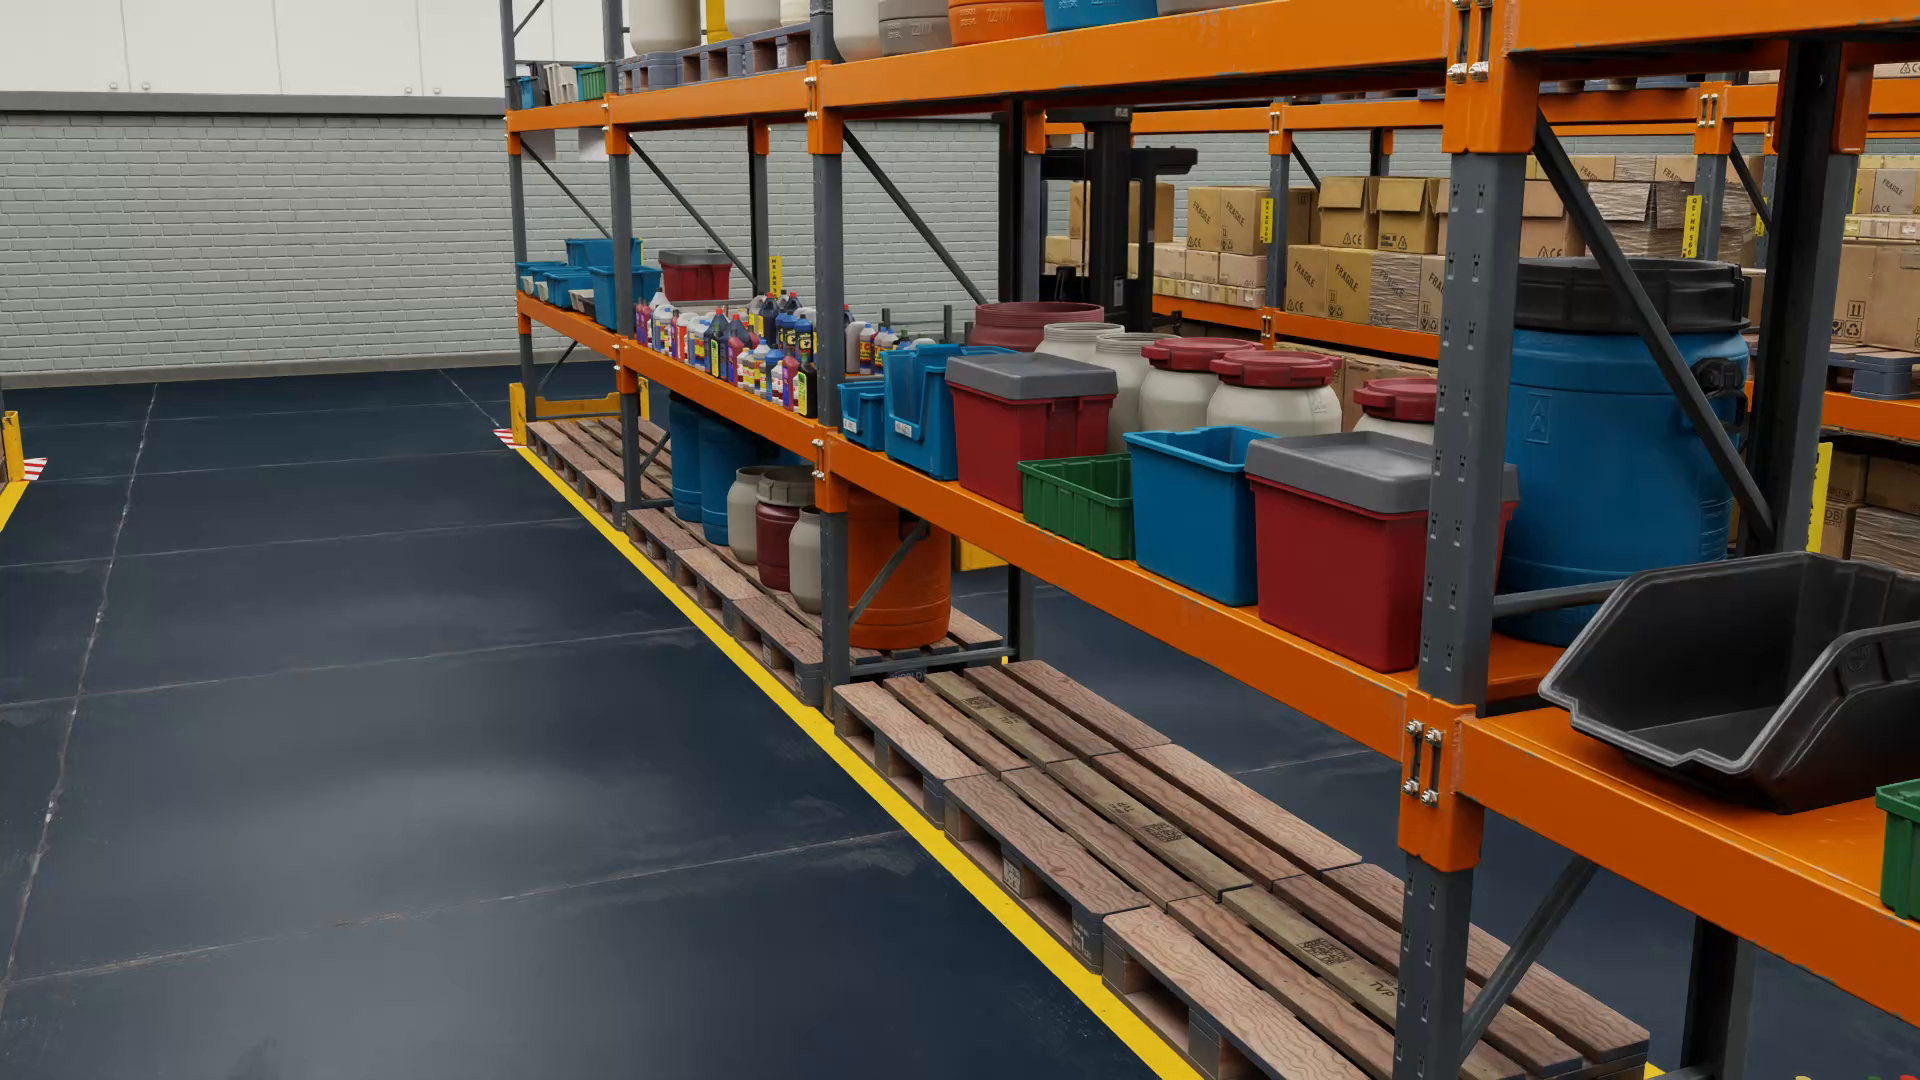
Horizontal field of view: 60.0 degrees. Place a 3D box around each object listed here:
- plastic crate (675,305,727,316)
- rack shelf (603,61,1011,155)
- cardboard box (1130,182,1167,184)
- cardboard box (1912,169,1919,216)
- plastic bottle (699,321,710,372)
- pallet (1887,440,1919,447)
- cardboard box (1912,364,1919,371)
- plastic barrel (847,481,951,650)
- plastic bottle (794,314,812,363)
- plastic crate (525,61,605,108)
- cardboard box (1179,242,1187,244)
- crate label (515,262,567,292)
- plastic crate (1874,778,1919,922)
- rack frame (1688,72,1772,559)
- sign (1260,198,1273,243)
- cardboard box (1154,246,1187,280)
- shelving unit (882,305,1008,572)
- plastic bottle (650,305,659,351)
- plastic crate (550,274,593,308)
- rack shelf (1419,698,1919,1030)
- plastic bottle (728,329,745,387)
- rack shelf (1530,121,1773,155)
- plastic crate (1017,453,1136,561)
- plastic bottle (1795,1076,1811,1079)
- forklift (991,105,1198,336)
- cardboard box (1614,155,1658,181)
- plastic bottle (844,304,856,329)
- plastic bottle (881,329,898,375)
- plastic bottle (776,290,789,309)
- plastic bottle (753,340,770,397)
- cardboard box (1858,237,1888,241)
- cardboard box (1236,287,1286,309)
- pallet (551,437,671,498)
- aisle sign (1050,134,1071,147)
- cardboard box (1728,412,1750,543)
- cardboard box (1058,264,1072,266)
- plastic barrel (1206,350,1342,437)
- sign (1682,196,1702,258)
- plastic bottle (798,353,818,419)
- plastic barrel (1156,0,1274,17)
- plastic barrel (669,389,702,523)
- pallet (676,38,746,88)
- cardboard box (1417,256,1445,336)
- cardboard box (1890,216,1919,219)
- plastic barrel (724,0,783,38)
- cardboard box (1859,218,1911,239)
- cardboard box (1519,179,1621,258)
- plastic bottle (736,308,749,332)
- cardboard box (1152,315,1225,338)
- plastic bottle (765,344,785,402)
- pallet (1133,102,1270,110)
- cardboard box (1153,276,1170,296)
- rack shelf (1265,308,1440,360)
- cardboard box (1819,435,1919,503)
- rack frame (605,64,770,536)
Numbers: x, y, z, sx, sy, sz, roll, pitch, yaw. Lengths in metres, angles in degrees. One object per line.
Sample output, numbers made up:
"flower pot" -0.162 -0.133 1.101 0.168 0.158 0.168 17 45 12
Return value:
"plastic crate" -1.790 -1.544 11.340 0.396 0.136 0.243 -6 14 -23
"rack shelf" -0.933 -2.232 8.803 1.077 0.370 4.000 -6 14 -23
"cardboard box" 1.638 -3.168 15.916 0.500 0.500 0.500 -5 14 -22
"cardboard box" 10.841 -3.799 18.193 0.500 0.500 0.500 -6 14 -23
"plastic bottle" -1.374 -1.056 9.064 0.097 0.271 0.097 0 13 0
"pallet" 8.195 -0.637 13.154 1.003 0.211 1.213 -6 14 -23
"cardboard box" 7.859 -1.369 13.080 0.500 0.250 0.500 -5 14 -21
"plastic barrel" -0.343 0.045 7.903 0.600 0.830 0.708 -6 14 -23
"plastic bottle" -0.892 -1.149 9.466 0.097 0.271 0.097 0 13 0
"plastic crate" -2.976 -3.451 12.614 0.504 0.338 0.767 -6 14 -23
"cardboard box" 2.258 -2.486 14.633 0.500 0.250 0.500 -6 14 -23
"crate label" -3.539 -2.227 14.080 0.416 0.233 0.303 -6 14 -23
"plastic crate" 1.756 0.528 2.406 0.450 0.188 0.662 -6 14 -23
"rack frame" 4.406 -1.155 9.208 1.000 3.000 0.127 -6 14 -23
"sign" 2.296 -2.391 12.454 0.100 0.325 0.005 -6 14 -23
"cardboard box" 1.973 -2.333 13.970 0.500 0.250 0.500 -5 14 -22
"shelving unit" -0.018 -0.675 10.458 0.587 1.500 1.083 -8 15 -30
"plastic bottle" -1.823 -1.287 10.065 0.097 0.271 0.097 0 13 0
"plastic crate" -2.892 -1.893 12.636 0.416 0.233 0.300 -6 14 -23
"rack shelf" 2.272 0.882 2.000 1.077 0.370 4.000 -6 14 -23
"plastic bottle" -1.143 -0.932 8.503 0.061 0.283 0.133 -6 14 -23
"rack shelf" 6.588 -3.933 16.152 1.077 0.370 4.000 -6 14 -23
"plastic crate" 0.514 -0.112 5.173 0.450 0.188 0.662 -6 14 -23
"plastic bottle" 1.901 1.315 3.768 0.097 0.201 0.097 0 13 0
"forklift" 1.002 -1.765 11.994 1.130 2.935 3.031 9 16 33
"cardboard box" 6.549 -3.375 15.703 0.500 0.500 0.500 -5 14 -21
"plastic bottle" -0.625 -1.122 9.175 0.144 0.351 0.185 -6 14 -23
"plastic bottle" -0.362 -0.961 8.654 0.097 0.271 0.097 0 13 0
"plastic bottle" -1.066 -1.350 10.159 0.144 0.351 0.185 -6 14 -23
"plastic bottle" -0.963 -0.844 8.148 0.097 0.271 0.097 0 13 0
"cardboard box" 7.440 -2.352 13.348 0.380 0.149 0.250 -6 14 -25
"cardboard box" 2.382 -1.892 12.951 0.380 0.149 0.250 -6 14 -23
"pallet" -2.557 -0.576 12.892 1.003 0.211 1.213 -6 14 -23
"aisle sign" 0.898 -4.062 16.003 0.394 0.787 0.004 -6 14 -23
"cardboard box" 4.149 -0.469 10.024 1.225 0.875 0.875 -6 14 -26
"cardboard box" 1.146 -2.529 15.704 0.380 0.149 0.250 -6 14 -24
"plastic barrel" 0.994 -0.317 5.284 0.433 0.535 0.433 0 13 0
"sign" 3.899 -1.668 8.858 0.100 0.325 0.005 -6 14 -23
"plastic bottle" -0.685 -0.696 7.483 0.061 0.283 0.133 -6 14 -23
"plastic barrel" 0.806 -1.807 4.263 0.600 0.901 0.600 0 13 0
"plastic barrel" -1.532 -0.602 10.543 0.600 0.901 0.708 -6 14 -23
"pallet" -0.874 -2.516 8.856 1.003 0.211 1.213 -6 14 -23
"cardboard box" 3.373 -1.599 10.905 0.500 0.500 0.500 -5 14 -22
"cardboard box" 7.939 -2.606 13.785 0.380 0.149 0.250 -6 14 -25
"plastic barrel" -0.980 -2.793 8.398 0.433 0.535 0.433 0 13 0
"cardboard box" 7.441 -2.496 13.307 0.380 0.149 0.250 -6 14 -24
"cardboard box" 3.870 -1.980 10.326 0.797 0.503 0.637 -5 14 -22
"plastic bottle" -1.387 -1.370 10.577 0.097 0.201 0.097 0 13 0
"cardboard box" 2.252 -1.480 14.395 0.875 0.875 0.875 -6 14 -23
"plastic bottle" -0.885 -0.803 7.974 0.097 0.271 0.097 0 13 0
"pallet" 2.001 -3.821 14.272 1.003 0.211 1.213 -6 14 -23
"cardboard box" 1.867 -2.158 14.098 0.380 0.149 0.250 -6 14 -24
"rack shelf" 3.605 -1.218 11.075 1.077 0.370 4.000 -6 14 -23
"cardboard box" 4.702 -0.381 8.769 0.500 0.250 0.500 -5 14 -21
"rack frame" -1.734 -1.534 10.846 1.000 3.000 0.127 -6 14 -23
